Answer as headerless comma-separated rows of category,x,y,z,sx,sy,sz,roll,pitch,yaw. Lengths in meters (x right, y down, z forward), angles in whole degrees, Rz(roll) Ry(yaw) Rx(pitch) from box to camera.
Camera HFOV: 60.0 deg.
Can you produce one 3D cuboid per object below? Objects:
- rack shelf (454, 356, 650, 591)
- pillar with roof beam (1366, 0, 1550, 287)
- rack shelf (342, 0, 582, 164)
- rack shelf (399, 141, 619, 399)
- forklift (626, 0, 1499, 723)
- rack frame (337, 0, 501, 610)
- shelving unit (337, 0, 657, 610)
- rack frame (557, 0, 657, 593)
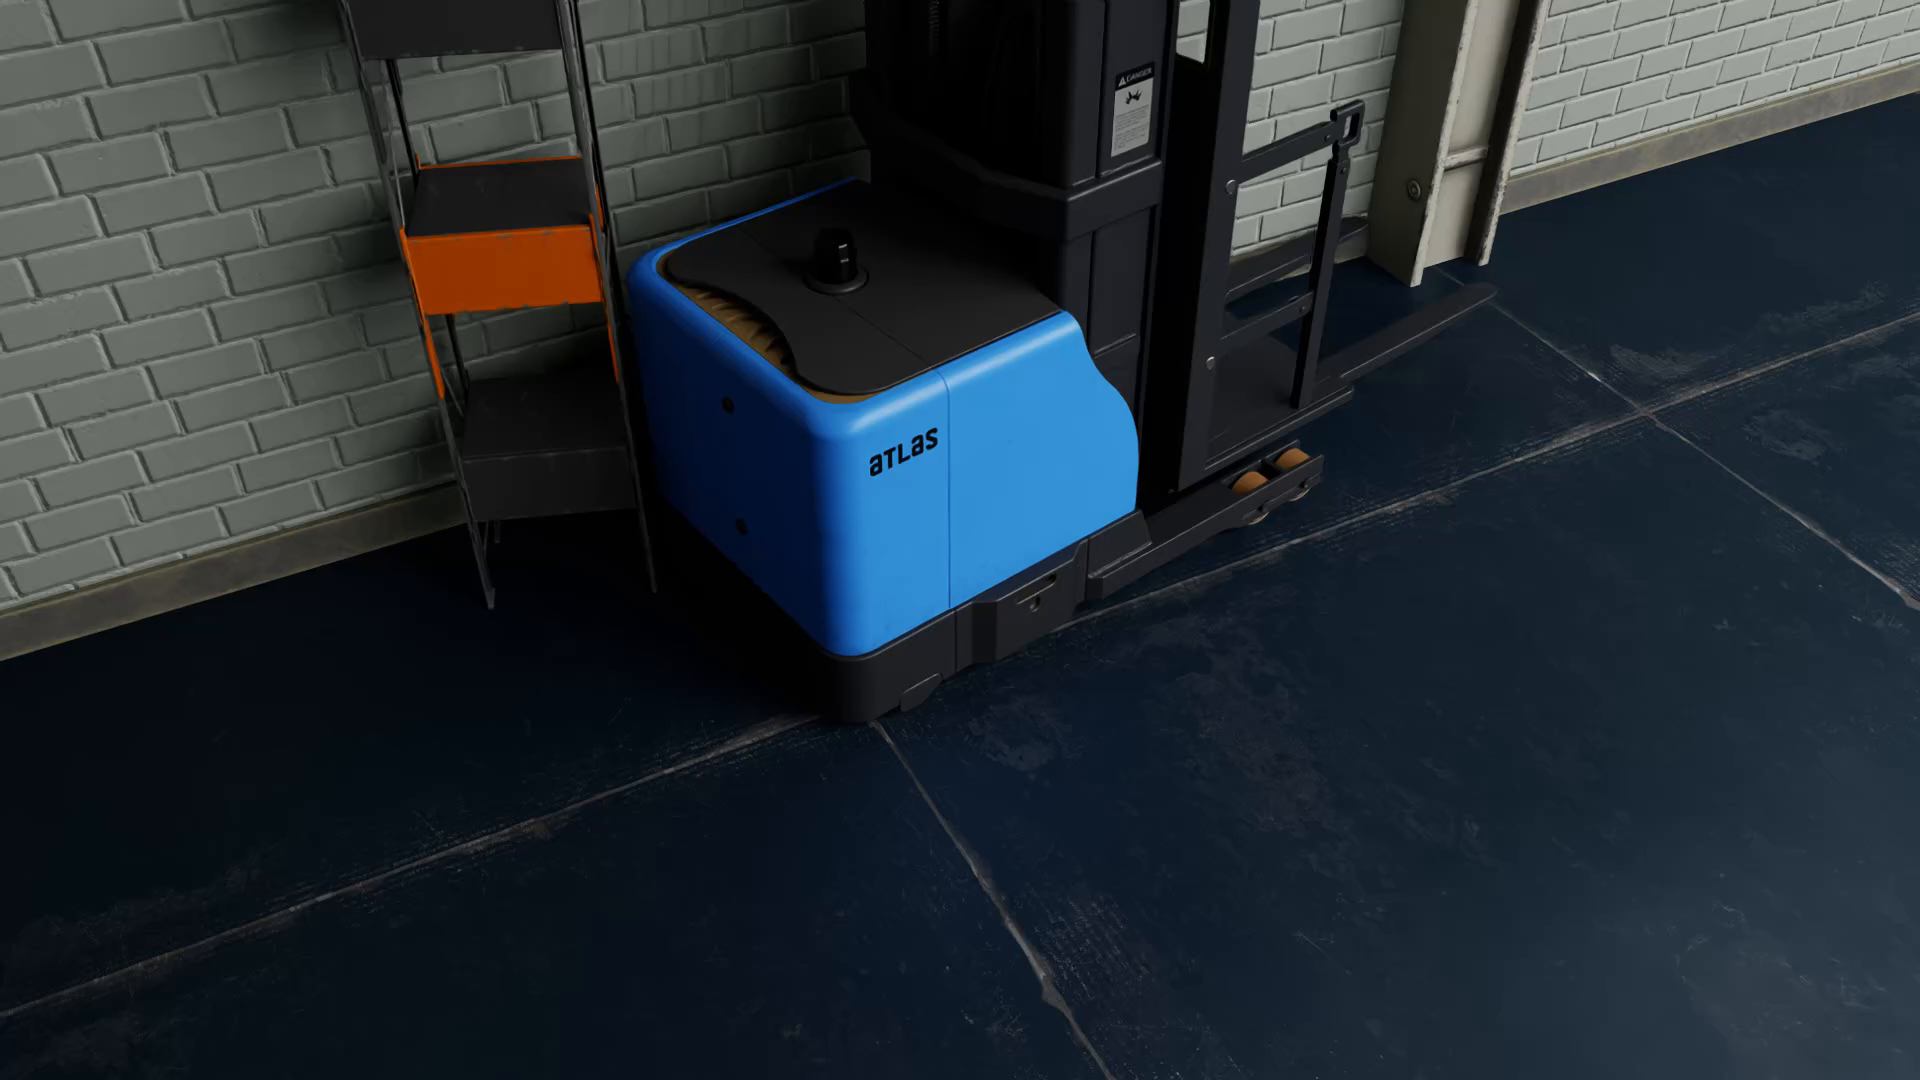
rack shelf,-1.200,-0.199,4.965,0.480,0.518,0.431,-6,41,-7
pillar with roof beam,3.824,-2.087,0.750,0.400,9.000,9.100,-19,44,-21
rack shelf,-1.200,-1.268,4.060,0.480,0.518,0.431,-6,41,-7
rack shelf,-1.200,-0.734,4.513,0.480,0.518,0.431,-6,41,-7
forklift,0.547,-1.410,4.647,3.031,2.935,1.130,-27,47,-28
rack frame,-1.441,-0.720,4.476,0.015,2.100,0.400,-6,41,-7
shelving unit,-1.200,-0.744,4.504,0.503,2.100,0.431,-6,41,-7
rack frame,-0.959,-0.768,4.532,0.015,2.100,0.400,-6,41,-7
